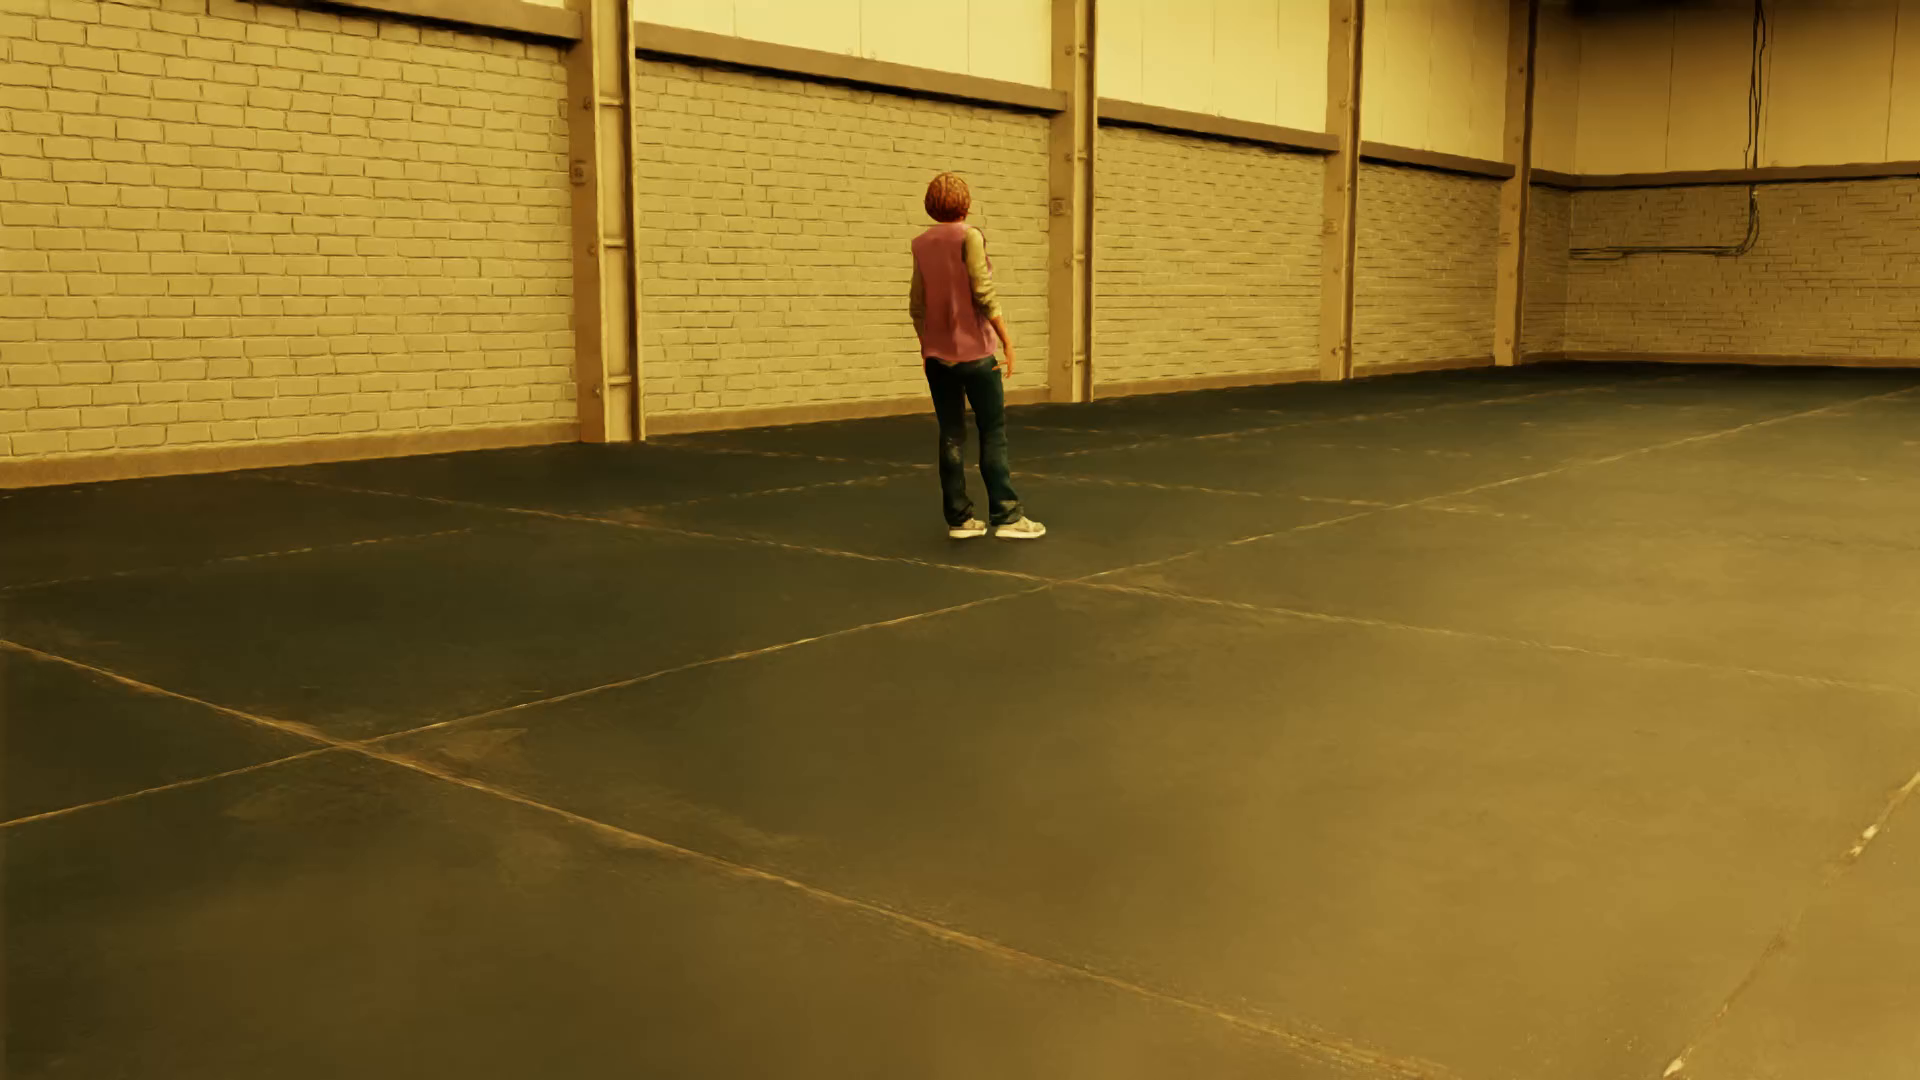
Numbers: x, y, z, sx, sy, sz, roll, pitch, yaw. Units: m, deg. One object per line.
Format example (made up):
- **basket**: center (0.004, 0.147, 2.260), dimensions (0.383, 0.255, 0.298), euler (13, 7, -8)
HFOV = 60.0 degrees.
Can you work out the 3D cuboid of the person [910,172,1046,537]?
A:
- **person**: center (0.057, -0.804, 7.337), dimensions (0.520, 1.597, 0.474), euler (7, 11, 38)
